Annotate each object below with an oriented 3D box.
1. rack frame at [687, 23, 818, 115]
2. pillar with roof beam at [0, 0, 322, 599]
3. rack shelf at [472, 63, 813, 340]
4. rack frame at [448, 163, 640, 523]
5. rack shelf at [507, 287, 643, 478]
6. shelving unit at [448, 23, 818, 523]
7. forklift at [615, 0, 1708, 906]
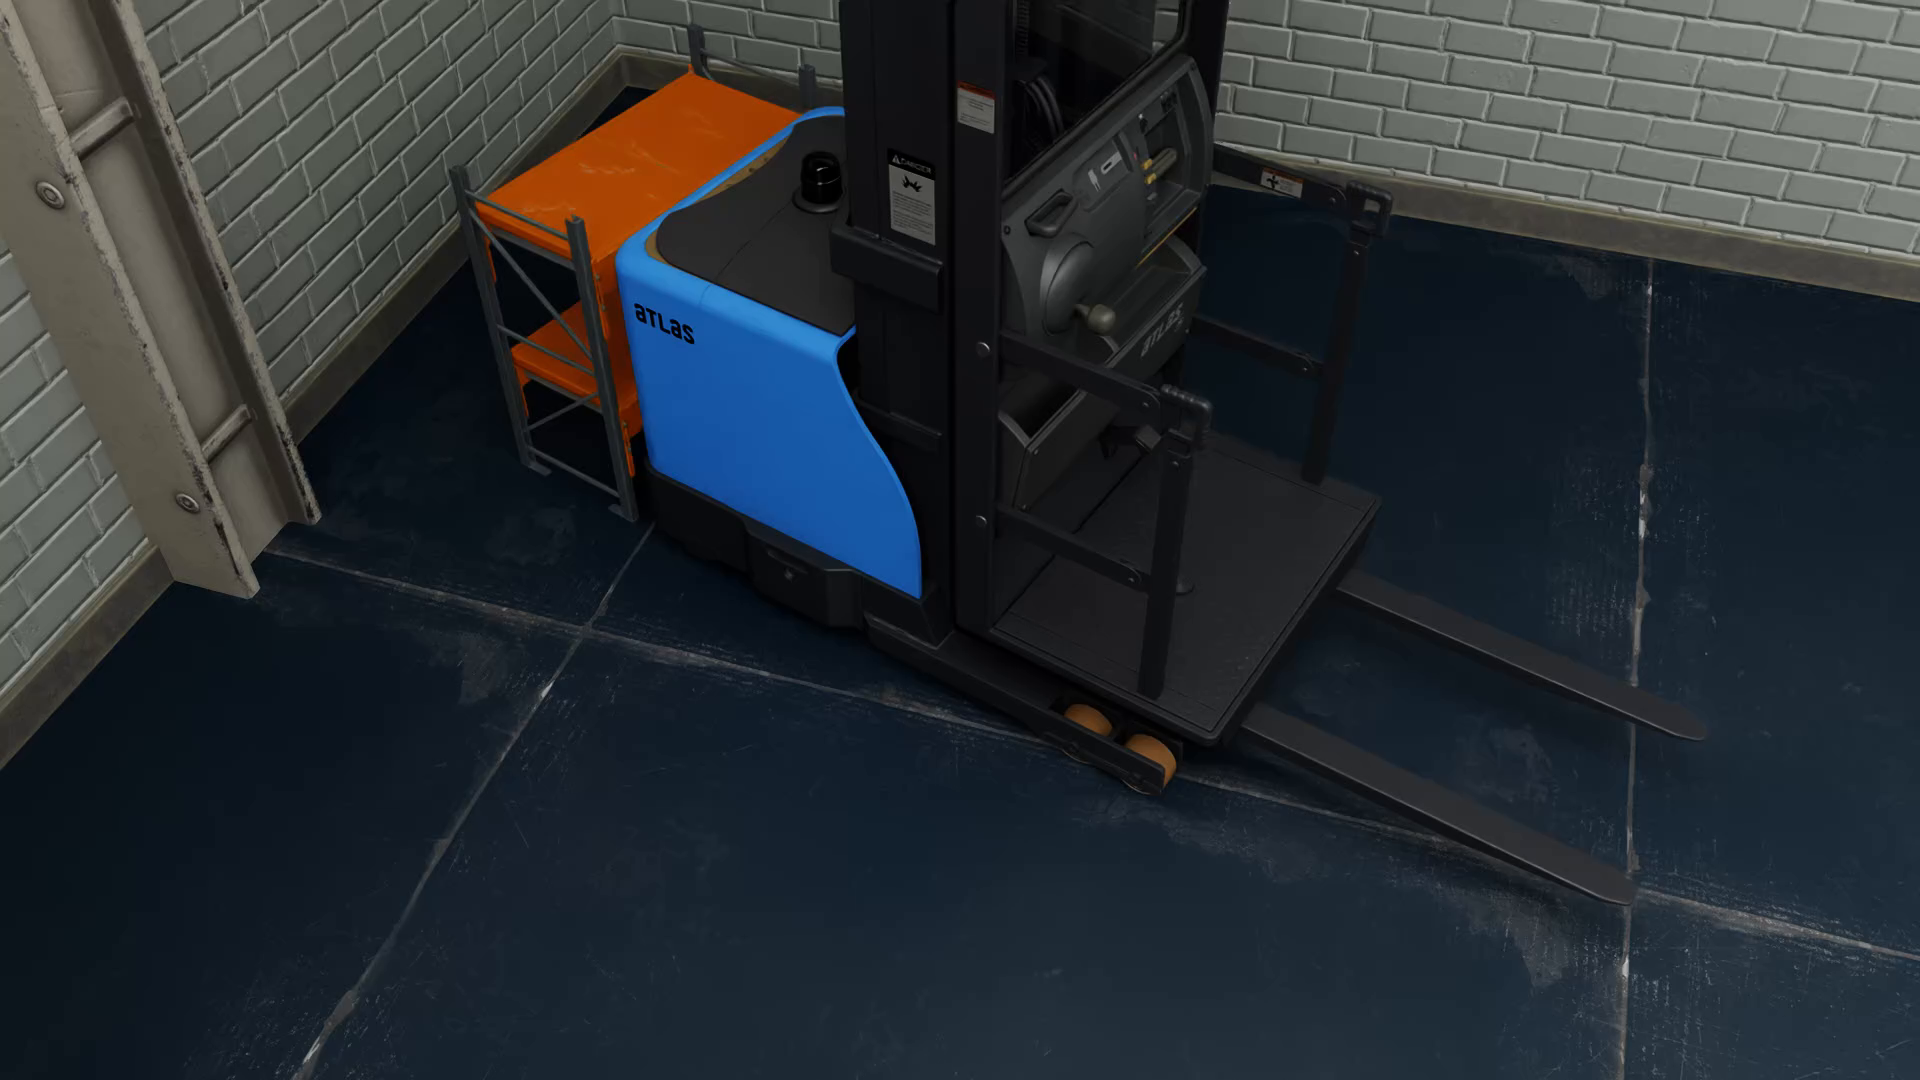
[{"bbox_3d":[-0.660,-1.148,5.619,0.500,1.125,0.032,26,50,24],"label":"rack frame"},{"bbox_3d":[1.854,-2.288,1.154,9.100,9.000,0.400,13,46,13],"label":"pillar with roof beam"},{"bbox_3d":[-0.950,-1.065,5.116,0.538,0.278,1.000,26,50,24],"label":"rack shelf"},{"bbox_3d":[-1.240,-0.564,5.022,0.500,1.125,0.032,26,50,24],"label":"rack frame"},{"bbox_3d":[-0.950,-0.681,5.491,0.538,0.278,1.000,26,50,24],"label":"rack shelf"},{"bbox_3d":[-0.950,-0.856,5.320,0.538,1.125,1.048,26,50,24],"label":"shelving unit"},{"bbox_3d":[0.546,-0.782,3.954,3.031,2.935,1.130,25,50,23],"label":"forklift"}]
